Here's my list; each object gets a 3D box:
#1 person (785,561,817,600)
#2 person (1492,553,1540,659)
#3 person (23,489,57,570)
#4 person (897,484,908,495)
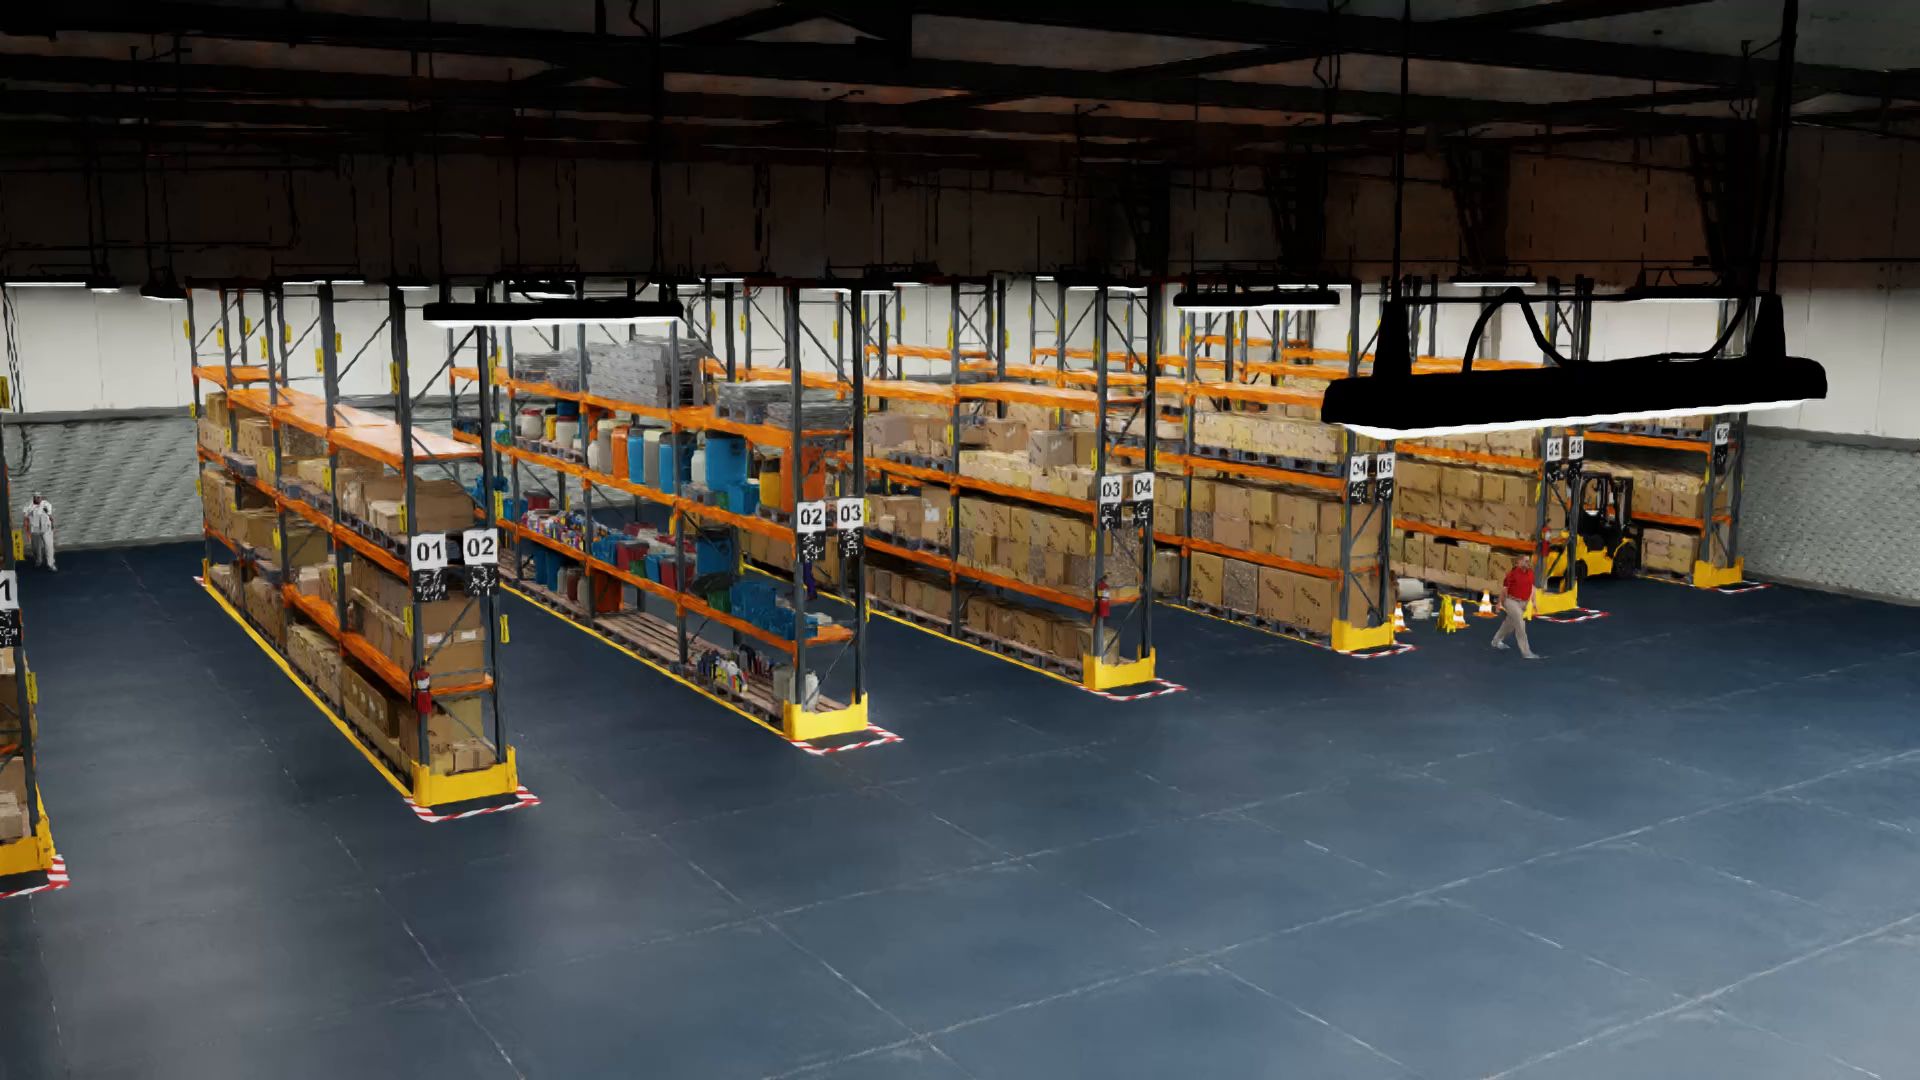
[{"bbox_3d":[-2.881,0.233,29.941,0.573,1.640,0.612,-1,10,-7],"label":"person"},{"bbox_3d":[9.029,1.030,26.835,0.554,1.669,1.040,-6,11,-33],"label":"person"},{"bbox_3d":[-18.945,-0.228,34.222,0.539,1.675,1.126,-5,11,-30],"label":"person"},{"bbox_3d":[-1.262,-0.441,35.750,0.456,1.589,1.088,-5,11,-29],"label":"person"}]
